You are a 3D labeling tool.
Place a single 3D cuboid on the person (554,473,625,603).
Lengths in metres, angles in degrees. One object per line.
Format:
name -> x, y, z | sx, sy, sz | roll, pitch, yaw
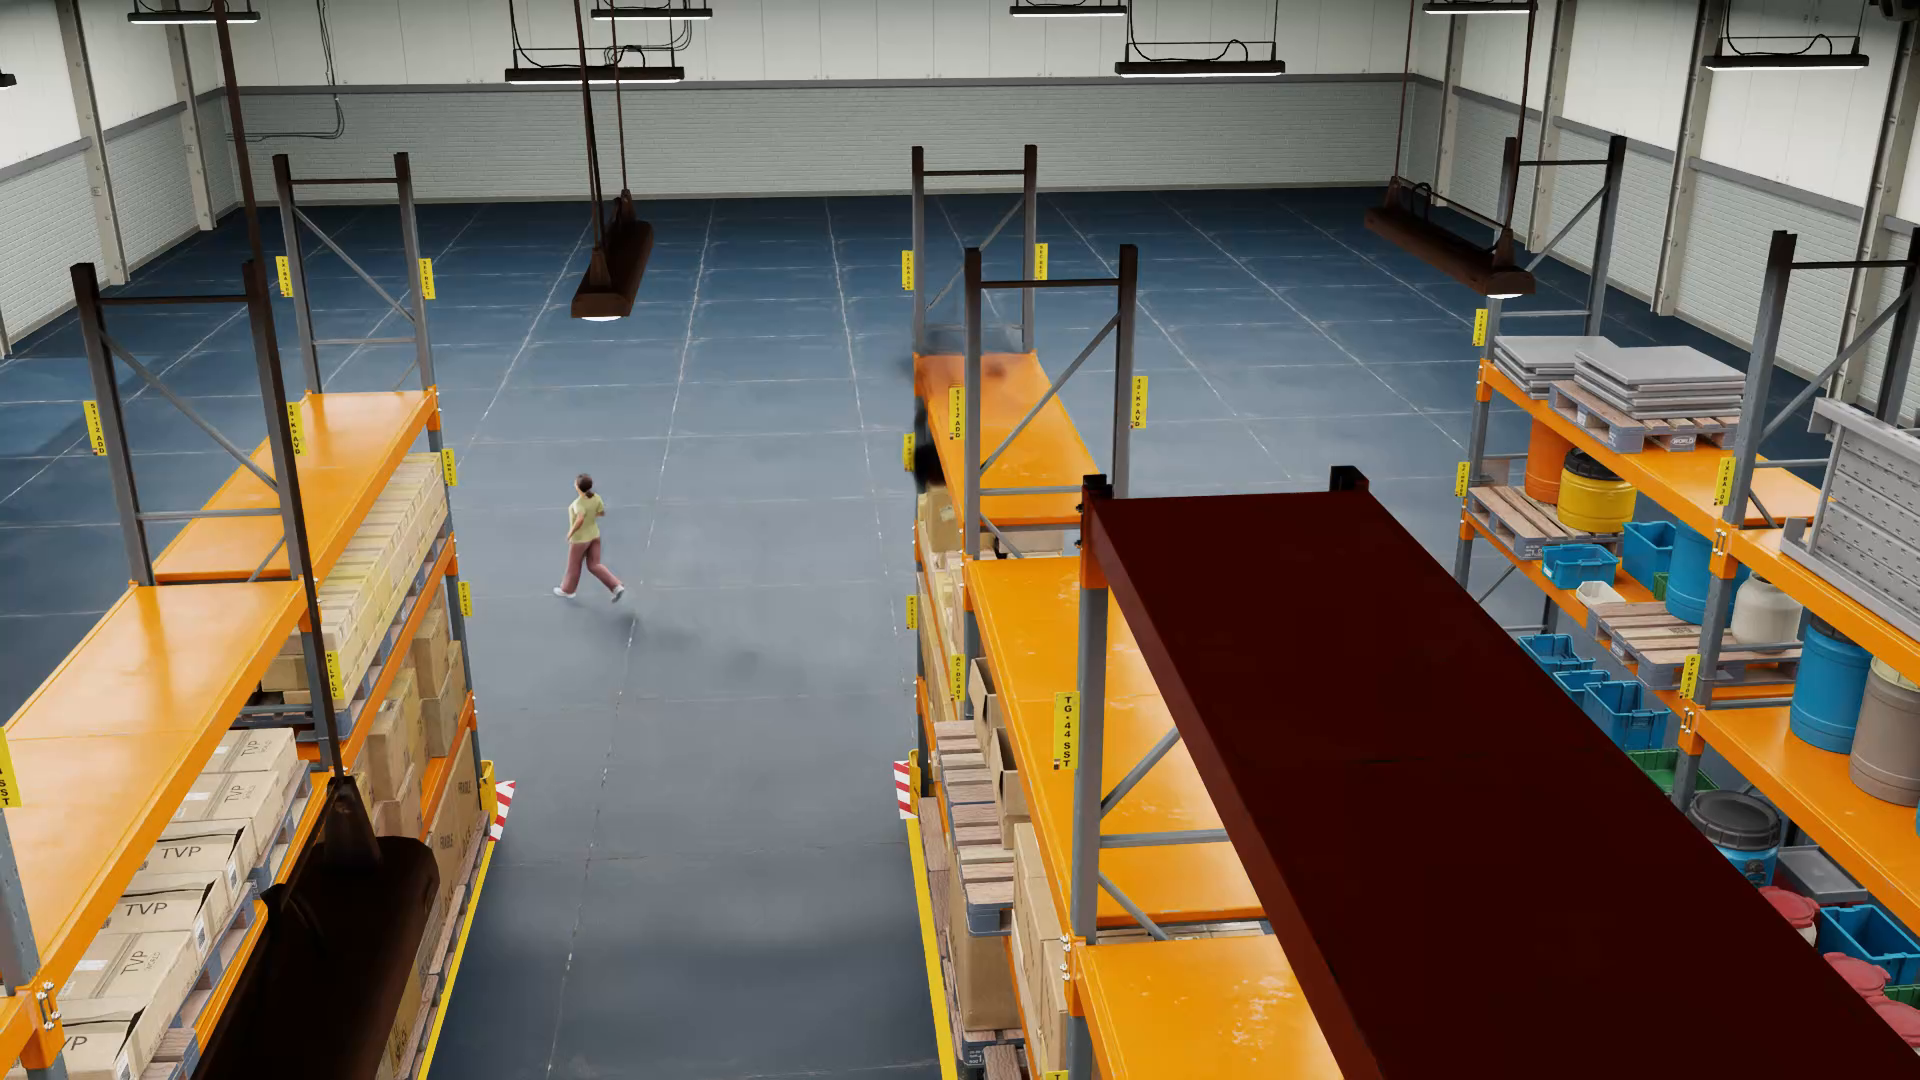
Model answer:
person -> -4.385, -0.021, 19.364 | 1.076, 1.611, 0.588 | 15, 26, 33
